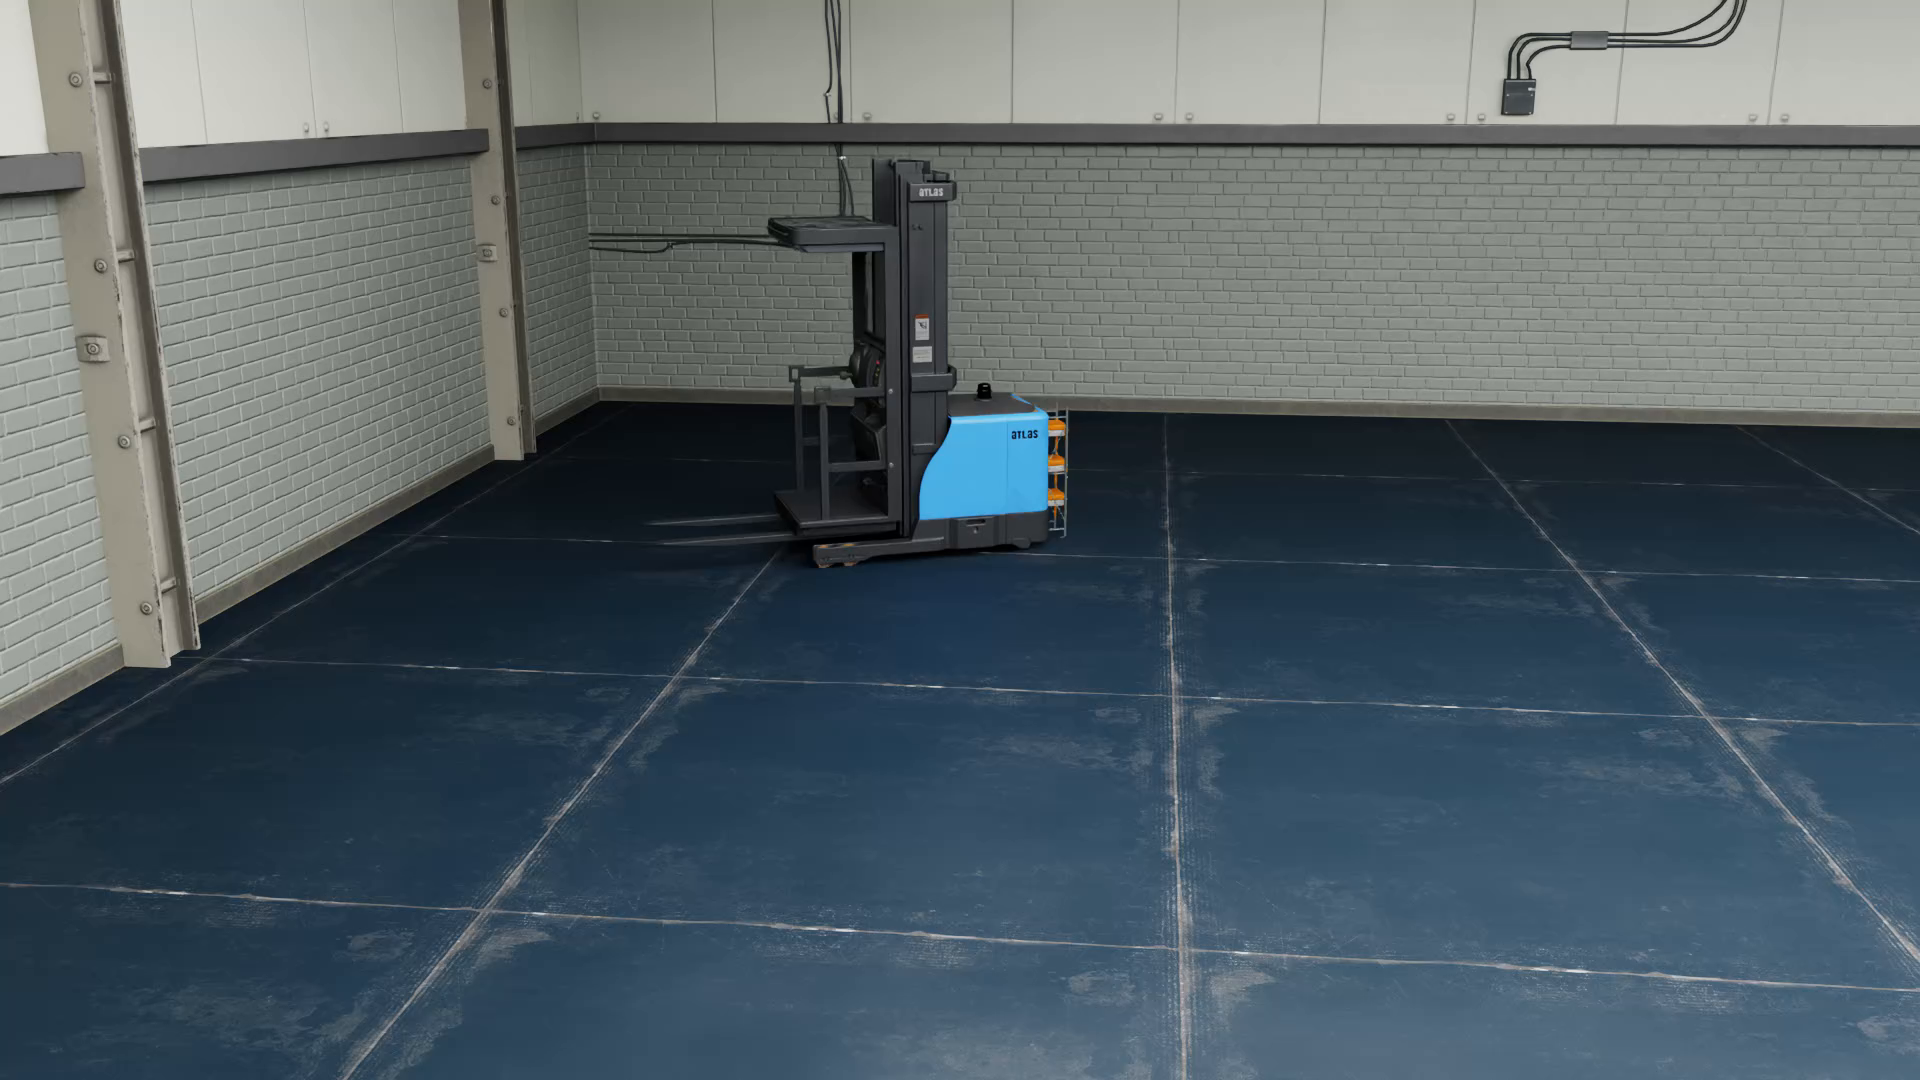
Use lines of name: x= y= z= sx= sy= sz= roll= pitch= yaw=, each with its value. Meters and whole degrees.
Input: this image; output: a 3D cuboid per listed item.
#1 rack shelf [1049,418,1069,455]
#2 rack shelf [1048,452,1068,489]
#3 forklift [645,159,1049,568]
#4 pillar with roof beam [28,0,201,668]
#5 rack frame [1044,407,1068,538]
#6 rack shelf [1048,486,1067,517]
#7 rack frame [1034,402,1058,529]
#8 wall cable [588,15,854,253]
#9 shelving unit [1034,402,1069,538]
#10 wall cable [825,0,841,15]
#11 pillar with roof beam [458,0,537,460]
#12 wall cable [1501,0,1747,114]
rack shelf: x=0.713 y=-0.816 z=13.121 sx=0.215 sy=0.259 sz=0.240 roll=-4 pitch=16 yaw=-16
rack shelf: x=0.713 y=-0.542 z=13.195 sx=0.215 sy=0.259 sz=0.240 roll=-4 pitch=16 yaw=-16
forklift: x=-0.883 y=-1.361 z=12.581 sx=3.031 sy=2.935 sz=1.130 roll=-4 pitch=16 yaw=-16
pillar with roof beam: x=-0.745 y=-3.485 z=8.811 sx=9.100 sy=9.000 sz=0.400 roll=2 pitch=15 yaw=6
rack frame: x=0.748 y=-0.522 z=13.079 sx=0.200 sy=1.050 sz=0.008 roll=-4 pitch=16 yaw=-16
rack shelf: x=0.713 y=-0.274 z=13.268 sx=0.215 sy=0.259 sz=0.240 roll=-4 pitch=16 yaw=-16
rack frame: x=0.679 y=-0.583 z=13.306 sx=0.200 sy=1.050 sz=0.008 roll=-4 pitch=16 yaw=-16
wall cable: x=-2.699 y=-4.394 z=18.122 sx=3.097 sy=2.526 sz=0.112 roll=2 pitch=15 yaw=6
shelving unit: x=0.713 y=-0.552 z=13.193 sx=0.215 sy=1.050 sz=0.252 roll=-4 pitch=16 yaw=-16
wall cable: x=-0.011 y=-6.752 z=17.168 sx=3.097 sy=2.526 sz=0.112 roll=2 pitch=15 yaw=6
pillar with roof beam: x=-0.068 y=-5.041 z=14.566 sx=9.100 sy=9.000 sz=0.400 roll=2 pitch=15 yaw=6
wall cable: x=6.732 y=-7.251 z=16.223 sx=2.305 sy=6.003 sz=0.169 roll=2 pitch=15 yaw=6
